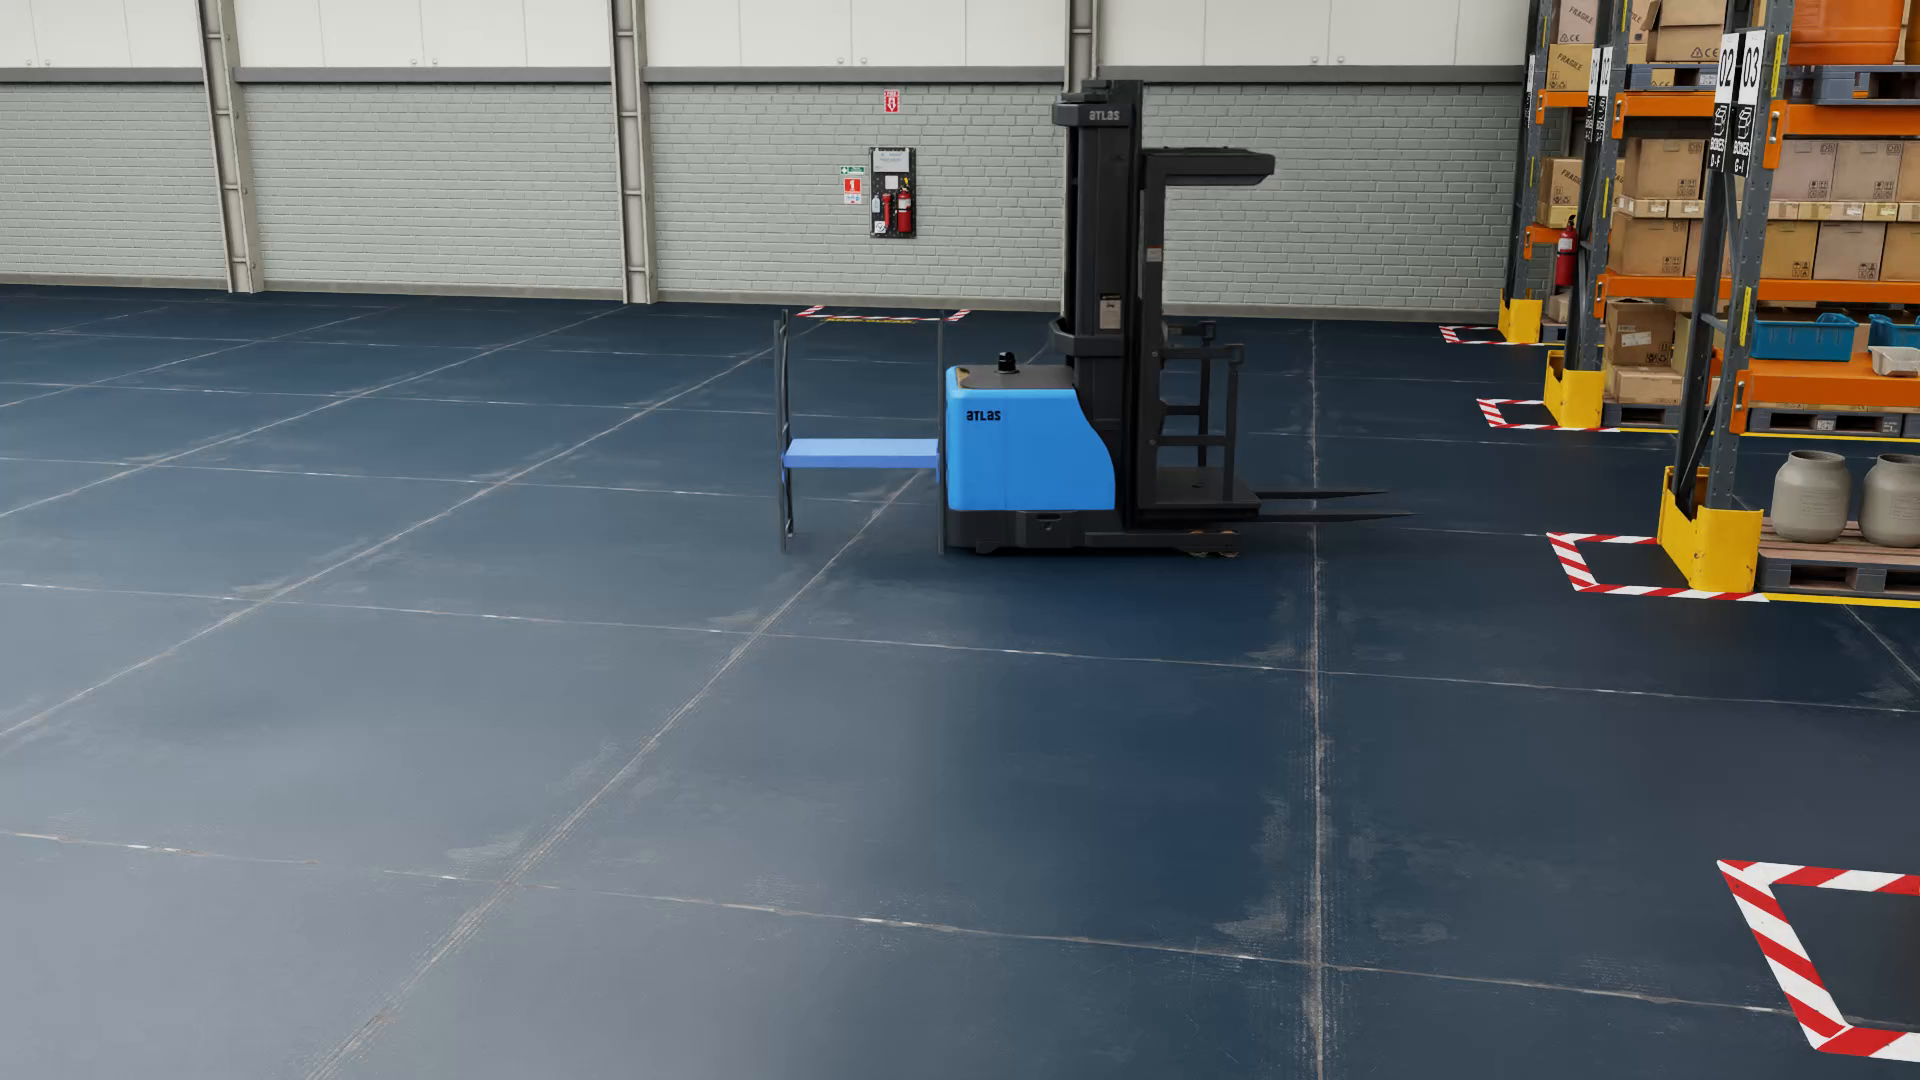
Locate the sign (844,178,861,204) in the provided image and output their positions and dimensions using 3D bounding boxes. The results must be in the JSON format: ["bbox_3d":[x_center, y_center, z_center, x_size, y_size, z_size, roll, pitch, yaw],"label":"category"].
[{"bbox_3d":[-1.414,-4.594,21.890,0.234,0.329,0.001,3,16,11],"label":"sign"}]

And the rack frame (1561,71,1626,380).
[{"bbox_3d":[5.559,-2.574,14.667,0.127,3.000,1.000,3,16,11],"label":"rack frame"}]

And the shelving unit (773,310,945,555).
[{"bbox_3d":[-0.626,-0.696,10.696,1.048,1.500,0.538,0,15,1],"label":"shelving unit"}]

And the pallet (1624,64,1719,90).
[{"bbox_3d":[6.247,-3.933,14.118,1.213,0.211,1.003,3,16,11],"label":"pallet"}]

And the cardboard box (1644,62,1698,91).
[{"bbox_3d":[7.849,-5.226,18.396,0.500,0.500,0.500,4,16,14],"label":"cardboard box"}]

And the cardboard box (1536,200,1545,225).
[{"bbox_3d":[7.039,-3.834,19.456,0.500,0.250,0.500,3,16,12],"label":"cardboard box"}]

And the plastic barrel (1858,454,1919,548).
[{"bbox_3d":[5.720,-0.241,10.115,0.421,0.512,0.421,0,15,0],"label":"plastic barrel"}]

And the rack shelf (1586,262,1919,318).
[{"bbox_3d":[7.519,-2.121,14.378,4.000,0.370,1.077,3,16,11],"label":"rack shelf"}]

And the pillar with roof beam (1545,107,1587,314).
[{"bbox_3d":[6.543,-5.824,15.162,0.400,9.000,9.100,3,16,11],"label":"pillar with roof beam"}]

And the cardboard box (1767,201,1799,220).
[{"bbox_3d":[6.913,-2.803,14.091,0.250,0.149,0.380,3,16,9],"label":"cardboard box"}]

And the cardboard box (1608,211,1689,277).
[{"bbox_3d":[6.014,-2.594,14.551,0.500,0.500,0.700,3,16,11],"label":"cardboard box"}]

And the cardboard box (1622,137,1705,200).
[{"bbox_3d":[6.066,-3.217,14.368,0.500,0.500,0.700,3,16,11],"label":"cardboard box"}]

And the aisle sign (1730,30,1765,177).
[{"bbox_3d":[4.439,-2.459,9.380,0.004,0.787,0.394,3,16,11],"label":"aisle sign"}]

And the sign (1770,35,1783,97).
[{"bbox_3d":[4.455,-2.585,9.069,0.005,0.325,0.100,3,16,11],"label":"sign"}]

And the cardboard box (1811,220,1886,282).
[{"bbox_3d":[7.532,-2.513,14.257,0.500,0.500,0.700,4,16,13],"label":"cardboard box"}]

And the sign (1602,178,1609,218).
[{"bbox_3d":[5.443,-2.885,14.017,0.005,0.325,0.100,3,16,11],"label":"sign"}]

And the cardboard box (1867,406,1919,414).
[{"bbox_3d":[8.000,-1.258,14.280,0.500,0.250,0.500,3,16,11],"label":"cardboard box"}]

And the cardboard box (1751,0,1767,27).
[{"bbox_3d":[8.864,-5.650,18.053,0.500,0.500,0.500,3,16,9],"label":"cardboard box"}]

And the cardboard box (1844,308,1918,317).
[{"bbox_3d":[8.107,-1.760,14.686,0.500,0.500,0.500,3,16,11],"label":"cardboard box"}]

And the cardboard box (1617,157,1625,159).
[{"bbox_3d":[7.538,-4.170,19.267,0.500,0.500,0.500,3,16,12],"label":"cardboard box"}]

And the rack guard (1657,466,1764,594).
[{"bbox_3d":[4.652,-0.082,10.353,0.348,0.500,1.175,3,16,11],"label":"rack guard"}]

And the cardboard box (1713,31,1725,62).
[{"bbox_3d":[6.740,-4.225,14.239,0.500,0.250,0.500,3,16,11],"label":"cardboard box"}]

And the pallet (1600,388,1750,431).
[{"bbox_3d":[6.317,-1.201,14.931,1.213,0.211,1.003,3,16,11],"label":"pallet"}]

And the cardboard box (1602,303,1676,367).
[{"bbox_3d":[6.144,-1.862,15.055,0.500,0.500,0.500,3,16,11],"label":"cardboard box"}]

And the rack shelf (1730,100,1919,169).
[{"bbox_3d":[6.528,-2.271,9.301,4.000,0.370,1.077,3,16,11],"label":"rack shelf"}]

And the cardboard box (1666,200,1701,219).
[{"bbox_3d":[6.160,-2.845,14.240,0.250,0.149,0.380,3,16,10],"label":"cardboard box"}]

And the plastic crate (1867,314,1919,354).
[{"bbox_3d":[5.754,-1.223,10.066,0.408,0.251,0.499,3,16,11],"label":"plastic crate"}]

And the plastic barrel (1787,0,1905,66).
[{"bbox_3d":[5.070,-3.141,9.502,0.708,0.830,0.600,3,16,11],"label":"plastic barrel"}]

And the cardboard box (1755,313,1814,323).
[{"bbox_3d":[7.023,-1.677,14.386,0.500,0.500,0.500,3,16,11],"label":"cardboard box"}]

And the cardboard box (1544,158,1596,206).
[{"bbox_3d":[6.951,-4.065,18.887,0.500,0.500,0.500,3,16,11],"label":"cardboard box"}]

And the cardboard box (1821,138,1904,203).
[{"bbox_3d":[7.567,-3.137,14.080,0.500,0.500,0.700,3,16,11],"label":"cardboard box"}]

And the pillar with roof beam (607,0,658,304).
[{"bbox_3d":[-5.216,-6.463,17.466,0.400,9.000,9.100,3,16,11],"label":"pillar with roof beam"}]

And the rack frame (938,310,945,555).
[{"bbox_3d":[-0.117,-0.695,10.691,0.032,1.500,0.500,0,15,1],"label":"rack frame"}]

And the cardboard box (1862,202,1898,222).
[{"bbox_3d":[7.665,-2.762,13.942,0.250,0.149,0.380,4,16,13],"label":"cardboard box"}]

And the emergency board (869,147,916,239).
[{"bbox_3d":[-0.893,-4.520,21.691,0.643,1.169,0.194,3,16,11],"label":"emergency board"}]

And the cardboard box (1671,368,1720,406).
[{"bbox_3d":[6.531,-1.339,14.572,0.500,0.250,0.500,3,16,11],"label":"cardboard box"}]

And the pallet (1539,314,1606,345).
[{"bbox_3d":[7.406,-2.470,19.514,1.213,0.211,1.003,3,16,11],"label":"pallet"}]

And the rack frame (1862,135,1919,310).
[{"bbox_3d":[10.462,-3.658,18.577,0.127,3.000,1.000,3,16,11],"label":"rack frame"}]

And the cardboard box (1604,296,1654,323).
[{"bbox_3d":[7.761,-2.696,19.318,0.500,0.311,0.500,4,16,16],"label":"cardboard box"}]

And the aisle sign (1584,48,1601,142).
[{"bbox_3d":[5.553,-3.907,14.610,0.004,0.787,0.394,3,16,11],"label":"aisle sign"}]

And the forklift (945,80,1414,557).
[{"bbox_3d":[1.418,-1.445,10.717,3.031,2.935,1.130,0,15,-1],"label":"forklift"}]
